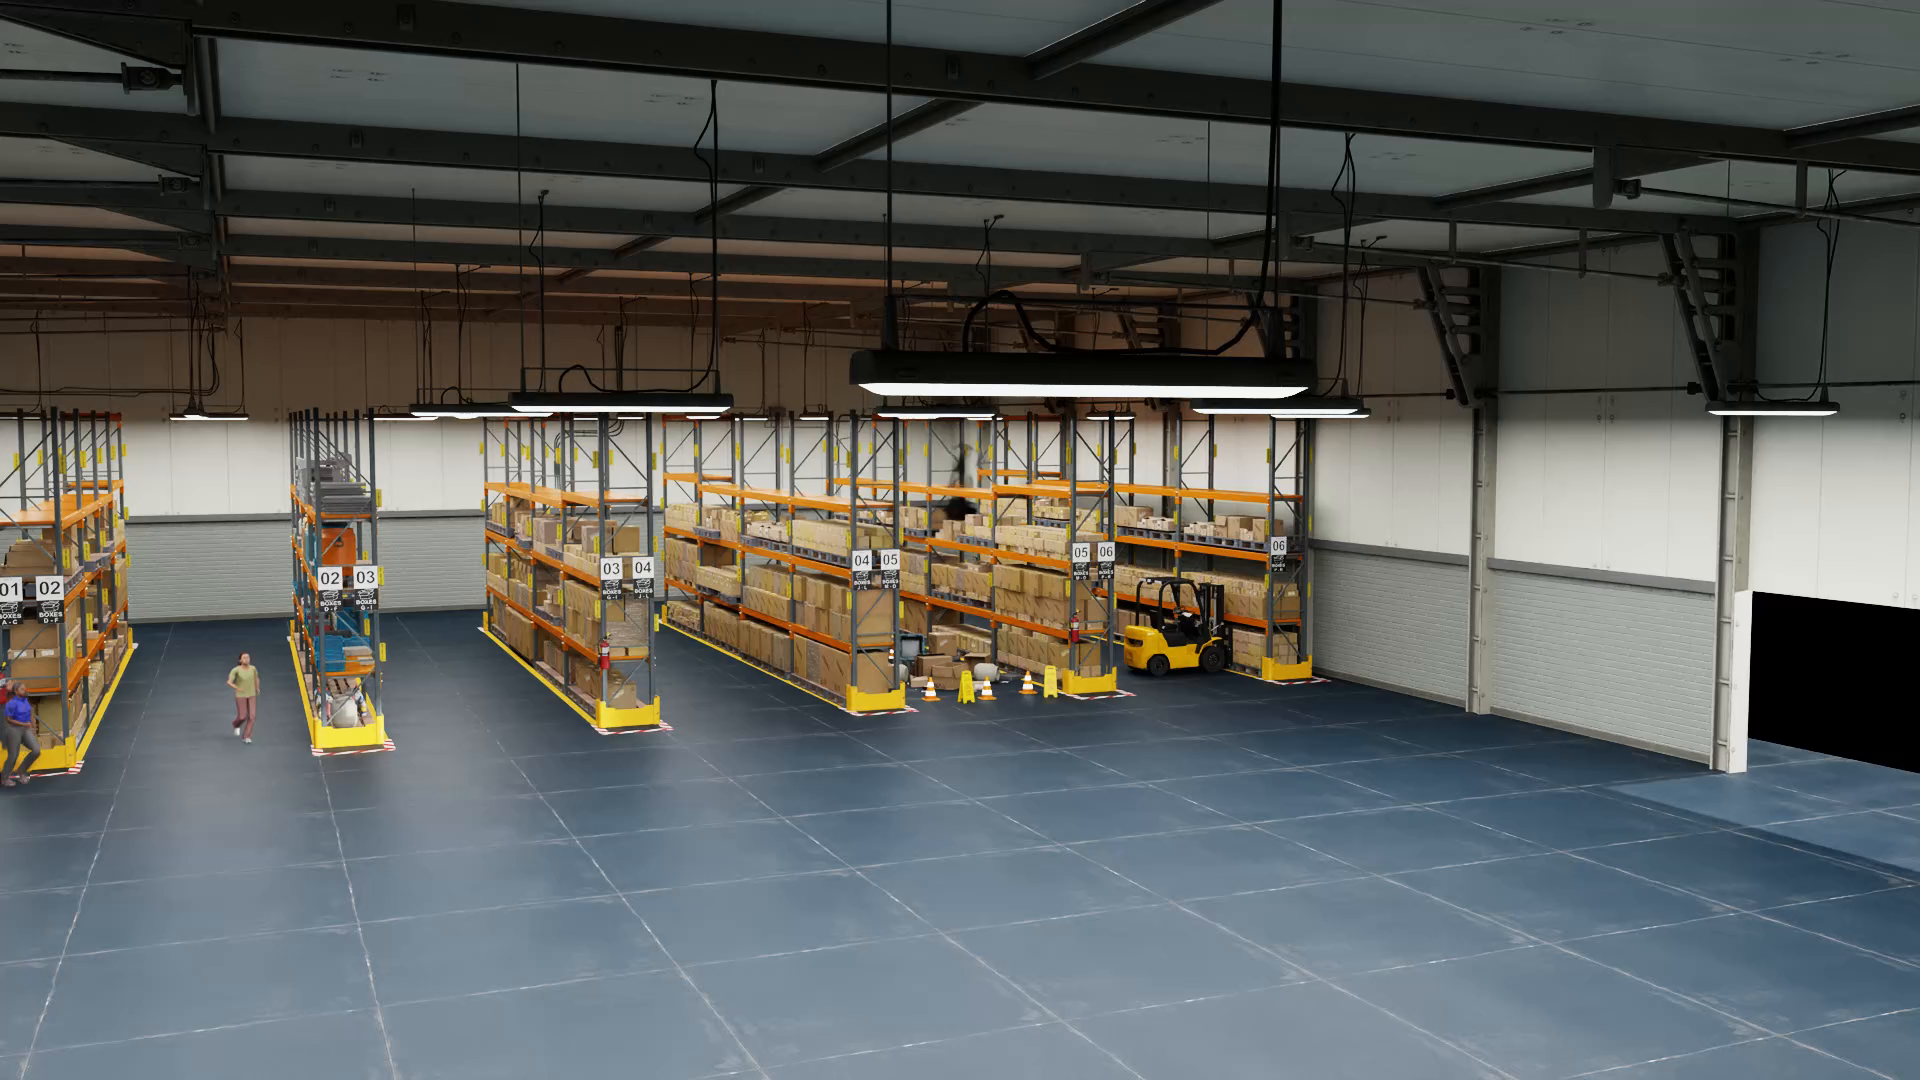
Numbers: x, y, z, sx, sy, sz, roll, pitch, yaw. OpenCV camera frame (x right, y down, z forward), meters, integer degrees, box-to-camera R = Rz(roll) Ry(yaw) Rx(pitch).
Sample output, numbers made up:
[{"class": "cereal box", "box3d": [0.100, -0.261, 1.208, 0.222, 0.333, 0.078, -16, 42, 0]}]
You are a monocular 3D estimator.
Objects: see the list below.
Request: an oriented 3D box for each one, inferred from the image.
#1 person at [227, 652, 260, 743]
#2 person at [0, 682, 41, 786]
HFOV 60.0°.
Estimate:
[{"class": "person", "box3d": [-12.873, 2.811, 29.920, 0.573, 1.626, 0.619, -4, 6, -44]}, {"class": "person", "box3d": [-14.838, 3.068, 26.306, 0.655, 1.618, 0.601, 1, 4, 15]}]
